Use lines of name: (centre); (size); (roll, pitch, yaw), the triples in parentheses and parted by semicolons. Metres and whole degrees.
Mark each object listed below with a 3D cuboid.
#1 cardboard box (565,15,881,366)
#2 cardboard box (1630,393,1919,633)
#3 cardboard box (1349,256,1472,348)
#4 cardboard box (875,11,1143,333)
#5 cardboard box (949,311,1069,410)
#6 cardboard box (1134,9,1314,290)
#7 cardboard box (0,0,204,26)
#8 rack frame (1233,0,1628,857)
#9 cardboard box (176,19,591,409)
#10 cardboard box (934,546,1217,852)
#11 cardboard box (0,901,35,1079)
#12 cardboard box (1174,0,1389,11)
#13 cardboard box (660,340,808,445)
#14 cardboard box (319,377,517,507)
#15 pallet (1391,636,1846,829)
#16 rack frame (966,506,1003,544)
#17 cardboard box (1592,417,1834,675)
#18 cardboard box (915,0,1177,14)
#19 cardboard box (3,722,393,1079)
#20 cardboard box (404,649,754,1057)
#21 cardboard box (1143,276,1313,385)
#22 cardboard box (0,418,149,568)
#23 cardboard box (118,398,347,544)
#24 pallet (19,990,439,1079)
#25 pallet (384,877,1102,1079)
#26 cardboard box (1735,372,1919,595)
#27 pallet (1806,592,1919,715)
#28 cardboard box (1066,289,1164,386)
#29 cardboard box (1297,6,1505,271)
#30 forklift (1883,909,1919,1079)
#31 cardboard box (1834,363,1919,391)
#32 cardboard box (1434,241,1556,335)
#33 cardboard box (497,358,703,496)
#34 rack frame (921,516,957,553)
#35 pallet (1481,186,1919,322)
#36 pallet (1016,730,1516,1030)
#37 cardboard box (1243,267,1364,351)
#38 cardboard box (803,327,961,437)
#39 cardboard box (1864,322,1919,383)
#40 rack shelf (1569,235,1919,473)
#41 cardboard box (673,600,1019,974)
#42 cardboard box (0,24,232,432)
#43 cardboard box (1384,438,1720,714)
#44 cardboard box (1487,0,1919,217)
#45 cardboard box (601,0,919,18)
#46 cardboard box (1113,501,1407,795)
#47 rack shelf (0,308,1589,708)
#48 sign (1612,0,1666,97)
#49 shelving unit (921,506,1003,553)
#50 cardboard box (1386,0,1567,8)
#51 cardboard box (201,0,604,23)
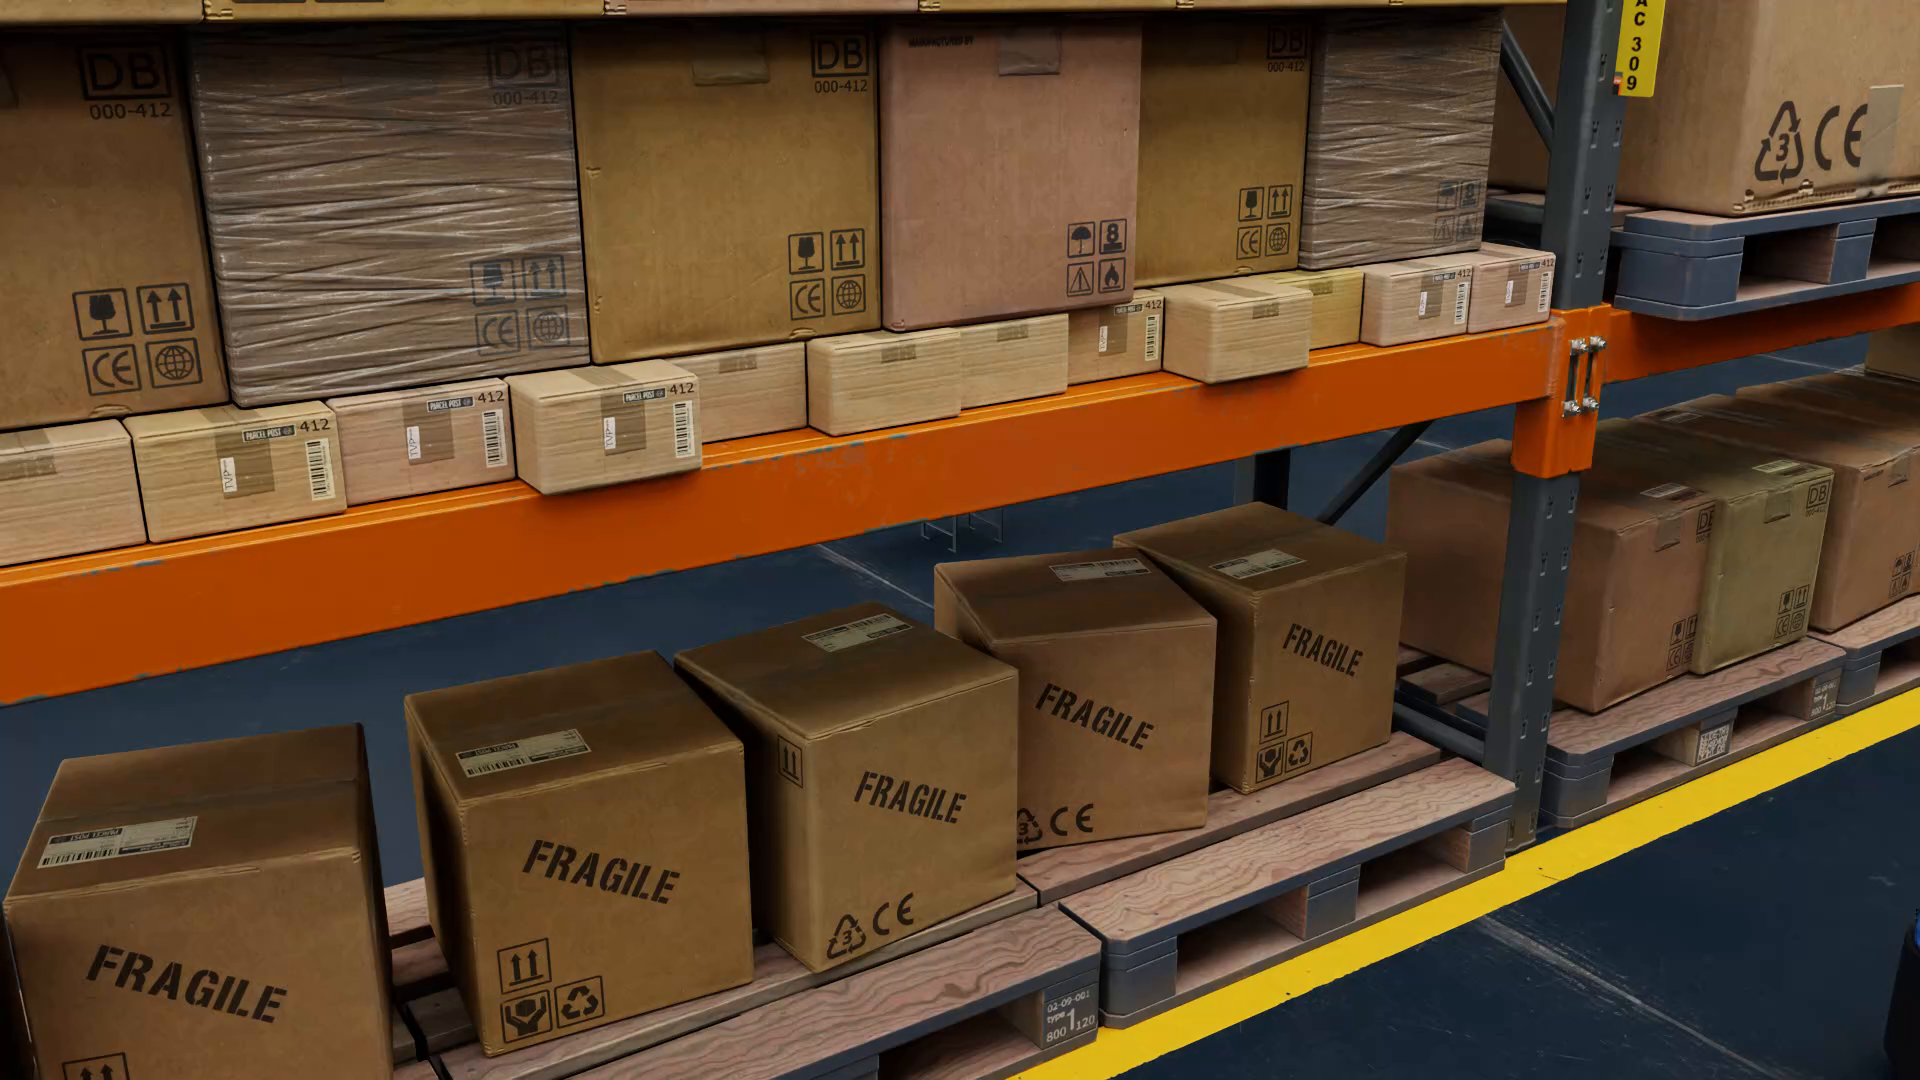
cardboard box: (-0.575, -0.656, 2.881); (0.500, 0.500, 0.875); (-12, 22, -31)
cardboard box: (2.475, -0.105, 5.089); (0.500, 0.500, 0.700); (-14, 23, -36)
cardboard box: (0.843, -0.524, 3.504); (0.250, 0.149, 0.380); (-12, 22, -31)
cardboard box: (-0.134, -0.733, 3.109); (0.500, 0.500, 0.875); (-12, 22, -31)
cardboard box: (-0.014, -0.359, 3.015); (0.250, 0.149, 0.380); (-12, 22, -31)
cardboard box: (0.228, -0.848, 3.449); (0.500, 0.500, 0.875); (-12, 22, -31)
cardboard box: (-1.235, -0.869, 1.949); (0.500, 0.500, 0.500); (-12, 22, -31)
rack frame: (1.075, -0.801, 3.931); (0.127, 3.000, 1.000); (-12, 22, -31)
cardboard box: (-0.999, -0.571, 2.630); (0.500, 0.500, 0.875); (-12, 22, -31)
cardboard box: (0.244, 0.347, 3.783); (0.500, 0.500, 0.500); (-5, 19, -14)
cardboard box: (-1.735, 0.783, 2.492); (0.500, 0.500, 0.500); (-8, 20, -21)
cardboard box: (0.433, -1.222, 2.993); (0.500, 0.500, 0.500); (-12, 22, -31)
cardboard box: (-0.455, -0.282, 2.787); (0.250, 0.149, 0.380); (-12, 22, -31)
cardboard box: (-0.857, -0.186, 2.504); (0.250, 0.149, 0.380); (-12, 22, -31)
pallet: (1.724, 0.382, 4.784); (1.213, 0.211, 1.003); (-12, 22, -31)
rack frame: (0.092, -0.446, 6.158); (0.006, 0.900, 0.240); (-12, 22, -31)
cardboard box: (2.008, -0.007, 4.797); (0.500, 0.500, 0.700); (-12, 22, -32)
cardboard box: (0.015, -1.134, 2.734); (0.500, 0.500, 0.500); (-12, 22, -31)
cardboard box: (-1.255, 0.669, 2.831); (0.500, 0.500, 0.500); (-6, 20, -17)
cardboard box: (-0.722, 0.563, 3.142); (0.500, 0.500, 0.500); (-10, 21, -26)
cardboard box: (0.454, -0.422, 3.203); (0.250, 0.149, 0.380); (-12, 22, -31)
cardboard box: (-1.263, -0.093, 2.227); (0.250, 0.149, 0.380); (-12, 22, -31)
cardboard box: (-1.050, -0.135, 2.352); (0.250, 0.149, 0.380); (-12, 22, -31)
pallet: (-1.505, 1.077, 2.728); (1.213, 0.211, 1.003); (-12, 22, -31)
pallet: (-0.487, 0.864, 3.360); (1.213, 0.211, 1.003); (-12, 22, -31)
cardboard box: (2.941, -0.204, 5.380); (0.500, 0.500, 0.700); (-10, 21, -27)
pallet: (2.744, 0.166, 5.424); (1.213, 0.211, 1.003); (-12, 22, -31)
cardboard box: (0.172, -0.414, 3.177); (0.250, 0.149, 0.380); (-12, 22, -31)
cardboard box: (0.665, -0.927, 3.682); (0.500, 0.500, 0.875); (-12, 22, -31)
forklift: (3.144, -0.117, 2.013); (3.031, 2.935, 1.130); (4, 19, 11)
cardboard box: (3.411, -0.305, 5.681); (0.500, 0.500, 0.700); (-14, 23, -36)
cardboard box: (1.057, -0.566, 3.627); (0.250, 0.149, 0.380); (-12, 22, -31)
cardboard box: (-0.591, -0.202, 2.552); (0.250, 0.149, 0.380); (-12, 22, -31)
rack frame: (-0.078, -0.410, 6.052); (0.006, 0.900, 0.240); (-12, 22, -31)
pallet: (1.793, -0.806, 4.245); (1.213, 0.211, 1.003); (-12, 22, -31)
pallet: (0.533, 0.648, 4.000); (1.213, 0.211, 1.003); (-12, 22, -31)
cardboard box: (0.601, -0.496, 3.421); (0.250, 0.149, 0.380); (-12, 22, -31)
cardboard box: (-0.204, -0.305, 2.857); (0.250, 0.149, 0.380); (-12, 22, -31)
cardboard box: (3.435, -0.663, 5.568); (0.500, 0.250, 0.500); (-9, 21, -25)
rack shelf: (2.745, -0.813, 5.088); (4.000, 0.370, 1.077); (-12, 22, -31)
cardboard box: (-0.231, 0.477, 3.397); (0.500, 0.500, 0.500); (-14, 23, -36)
cardboard box: (-1.440, -0.495, 2.404); (0.500, 0.500, 0.875); (-12, 22, -31)
cardboard box: (1.599, 0.072, 4.564); (0.500, 0.500, 0.700); (-14, 23, -36)
cardboard box: (1.815, -1.387, 4.071); (1.000, 1.000, 1.000); (-12, 22, -31)
cardboard box: (-0.404, -1.047, 2.476); (0.500, 0.500, 0.500); (-12, 22, -31)
cardboard box: (0.719, 0.244, 4.087); (0.500, 0.500, 0.500); (-13, 22, -33)
rack shelf: (-0.596, -0.108, 3.004); (4.000, 0.370, 1.077); (-12, 22, -31)
sign: (1.380, -1.067, 3.367); (0.005, 0.325, 0.100); (-12, 22, -31)
shelving unit: (0.007, -0.428, 6.105); (0.210, 0.900, 0.258); (-12, 22, -31)
cardboard box: (0.850, -1.310, 3.255); (0.500, 0.500, 0.500); (-12, 22, -31)
cardboard box: (-0.818, -0.957, 2.211); (0.500, 0.500, 0.500); (-12, 22, -31)
